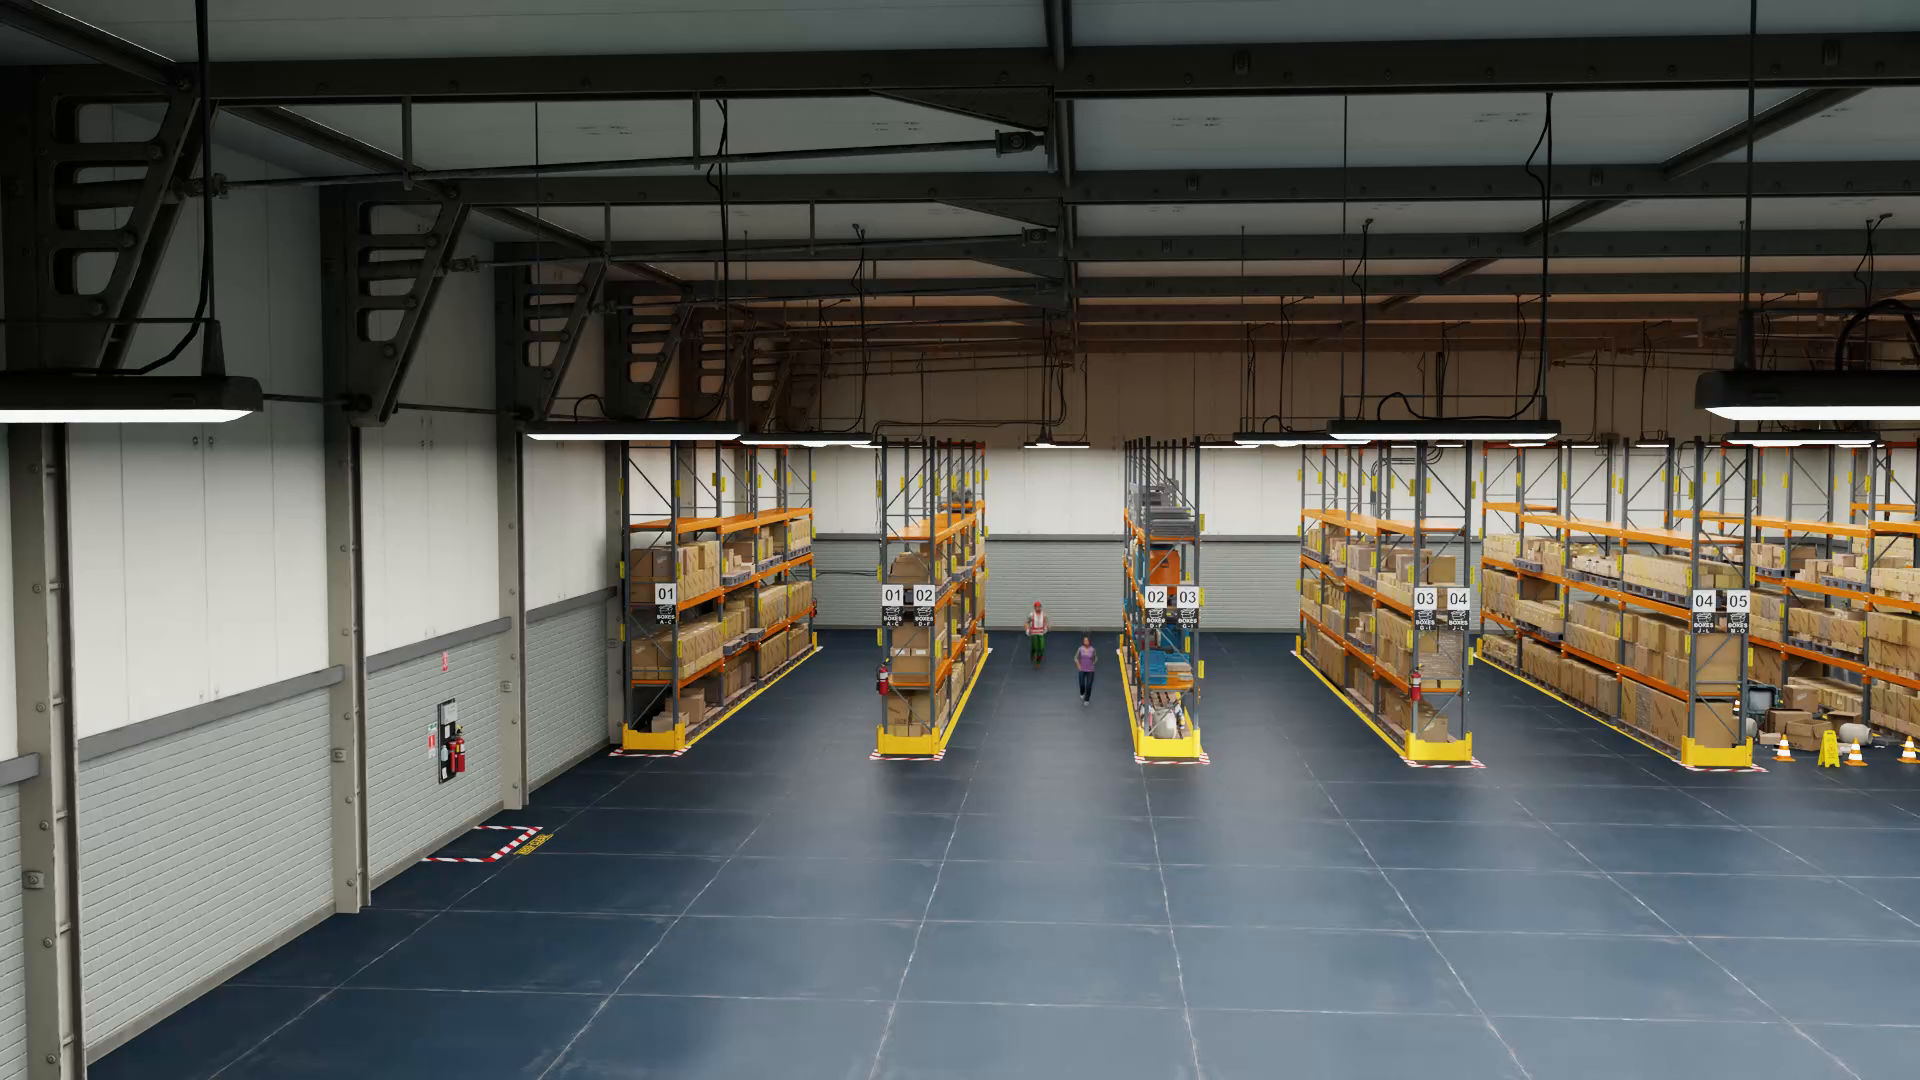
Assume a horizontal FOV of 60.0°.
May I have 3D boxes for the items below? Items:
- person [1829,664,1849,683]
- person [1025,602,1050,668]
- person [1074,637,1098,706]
[{"bbox_3d":[21.330,2.710,40.385,0.612,1.743,0.806,0,3,2],"label":"person"},{"bbox_3d":[2.061,2.503,44.011,0.658,1.737,0.600,0,3,-9],"label":"person"},{"bbox_3d":[2.831,2.946,37.289,0.532,1.554,0.546,0,3,4],"label":"person"}]
